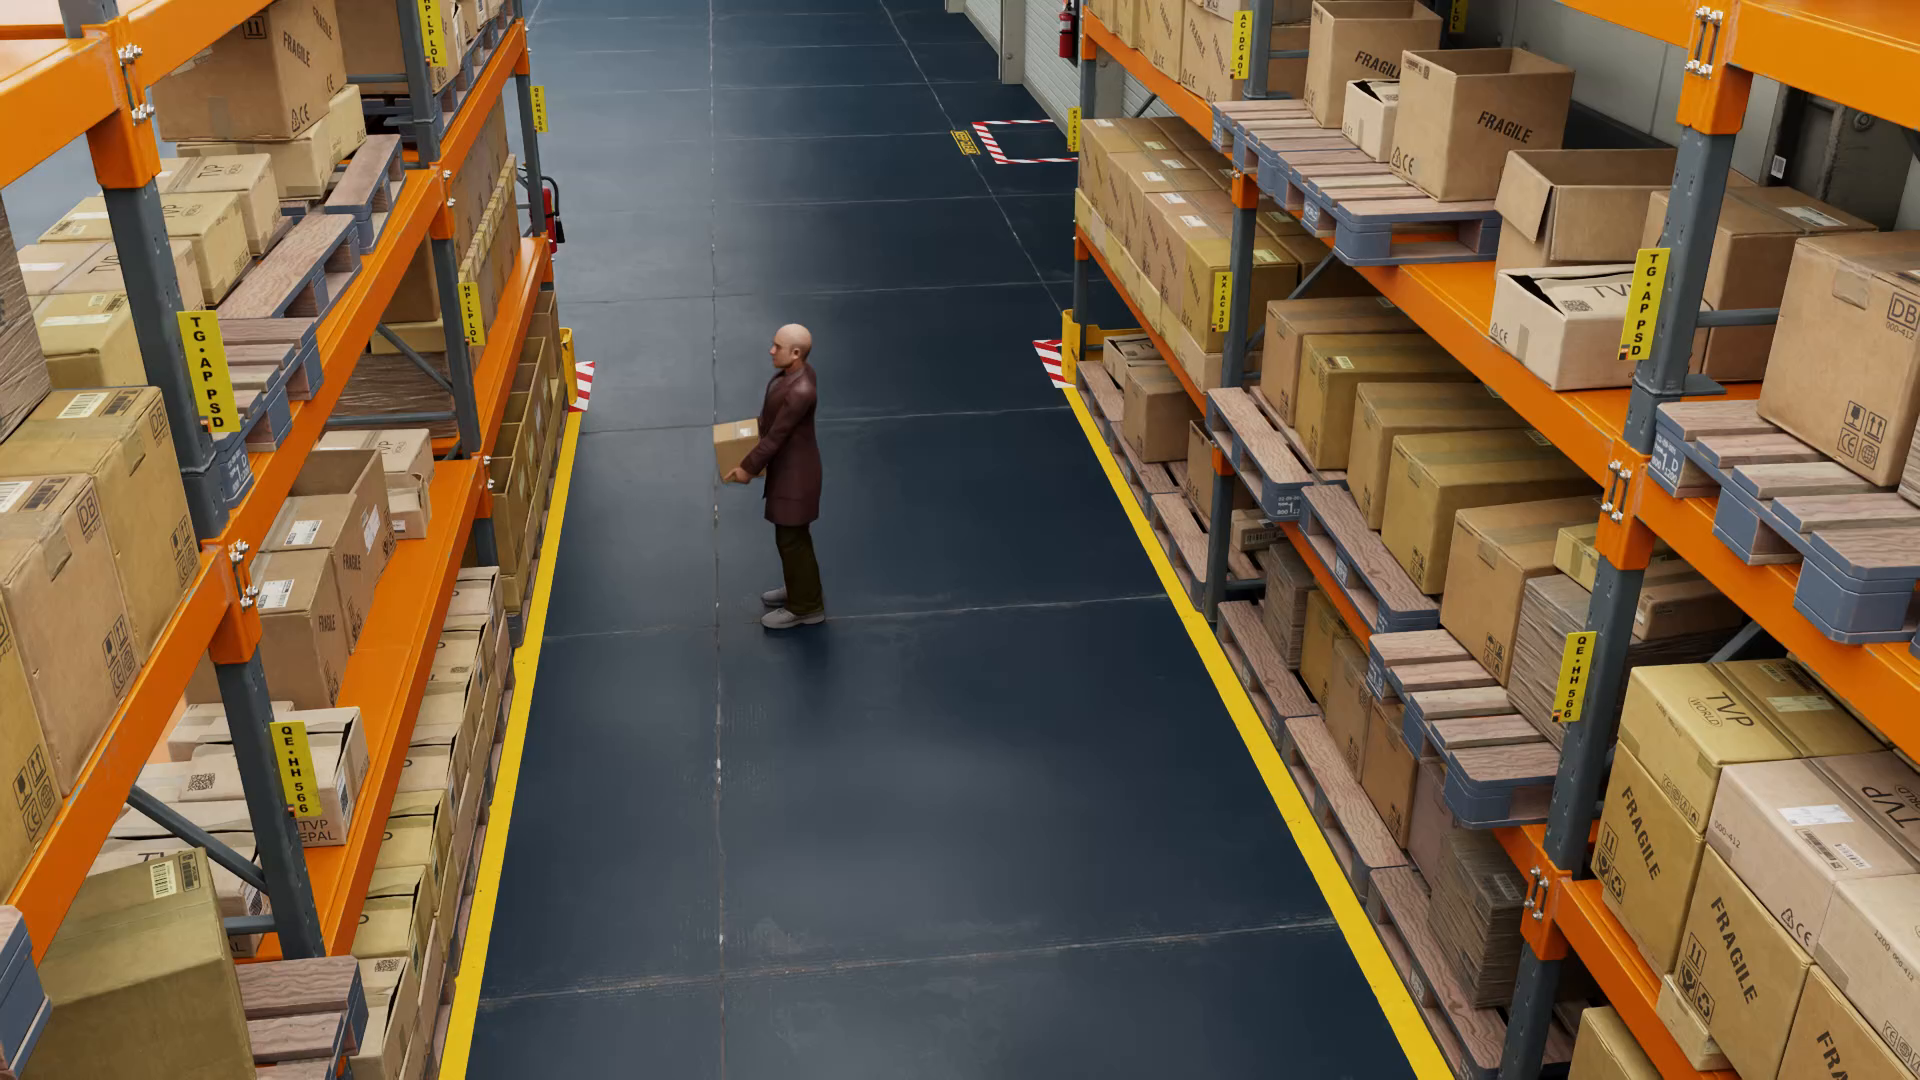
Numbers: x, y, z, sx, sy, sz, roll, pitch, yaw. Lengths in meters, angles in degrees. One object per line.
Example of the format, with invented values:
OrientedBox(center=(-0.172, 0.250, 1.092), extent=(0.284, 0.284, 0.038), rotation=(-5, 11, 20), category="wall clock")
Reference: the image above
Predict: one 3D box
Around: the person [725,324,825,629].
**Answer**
OrientedBox(center=(-1.046, -0.361, 9.351), extent=(0.545, 1.779, 0.524), rotation=(-4, 27, -7), category="person")
